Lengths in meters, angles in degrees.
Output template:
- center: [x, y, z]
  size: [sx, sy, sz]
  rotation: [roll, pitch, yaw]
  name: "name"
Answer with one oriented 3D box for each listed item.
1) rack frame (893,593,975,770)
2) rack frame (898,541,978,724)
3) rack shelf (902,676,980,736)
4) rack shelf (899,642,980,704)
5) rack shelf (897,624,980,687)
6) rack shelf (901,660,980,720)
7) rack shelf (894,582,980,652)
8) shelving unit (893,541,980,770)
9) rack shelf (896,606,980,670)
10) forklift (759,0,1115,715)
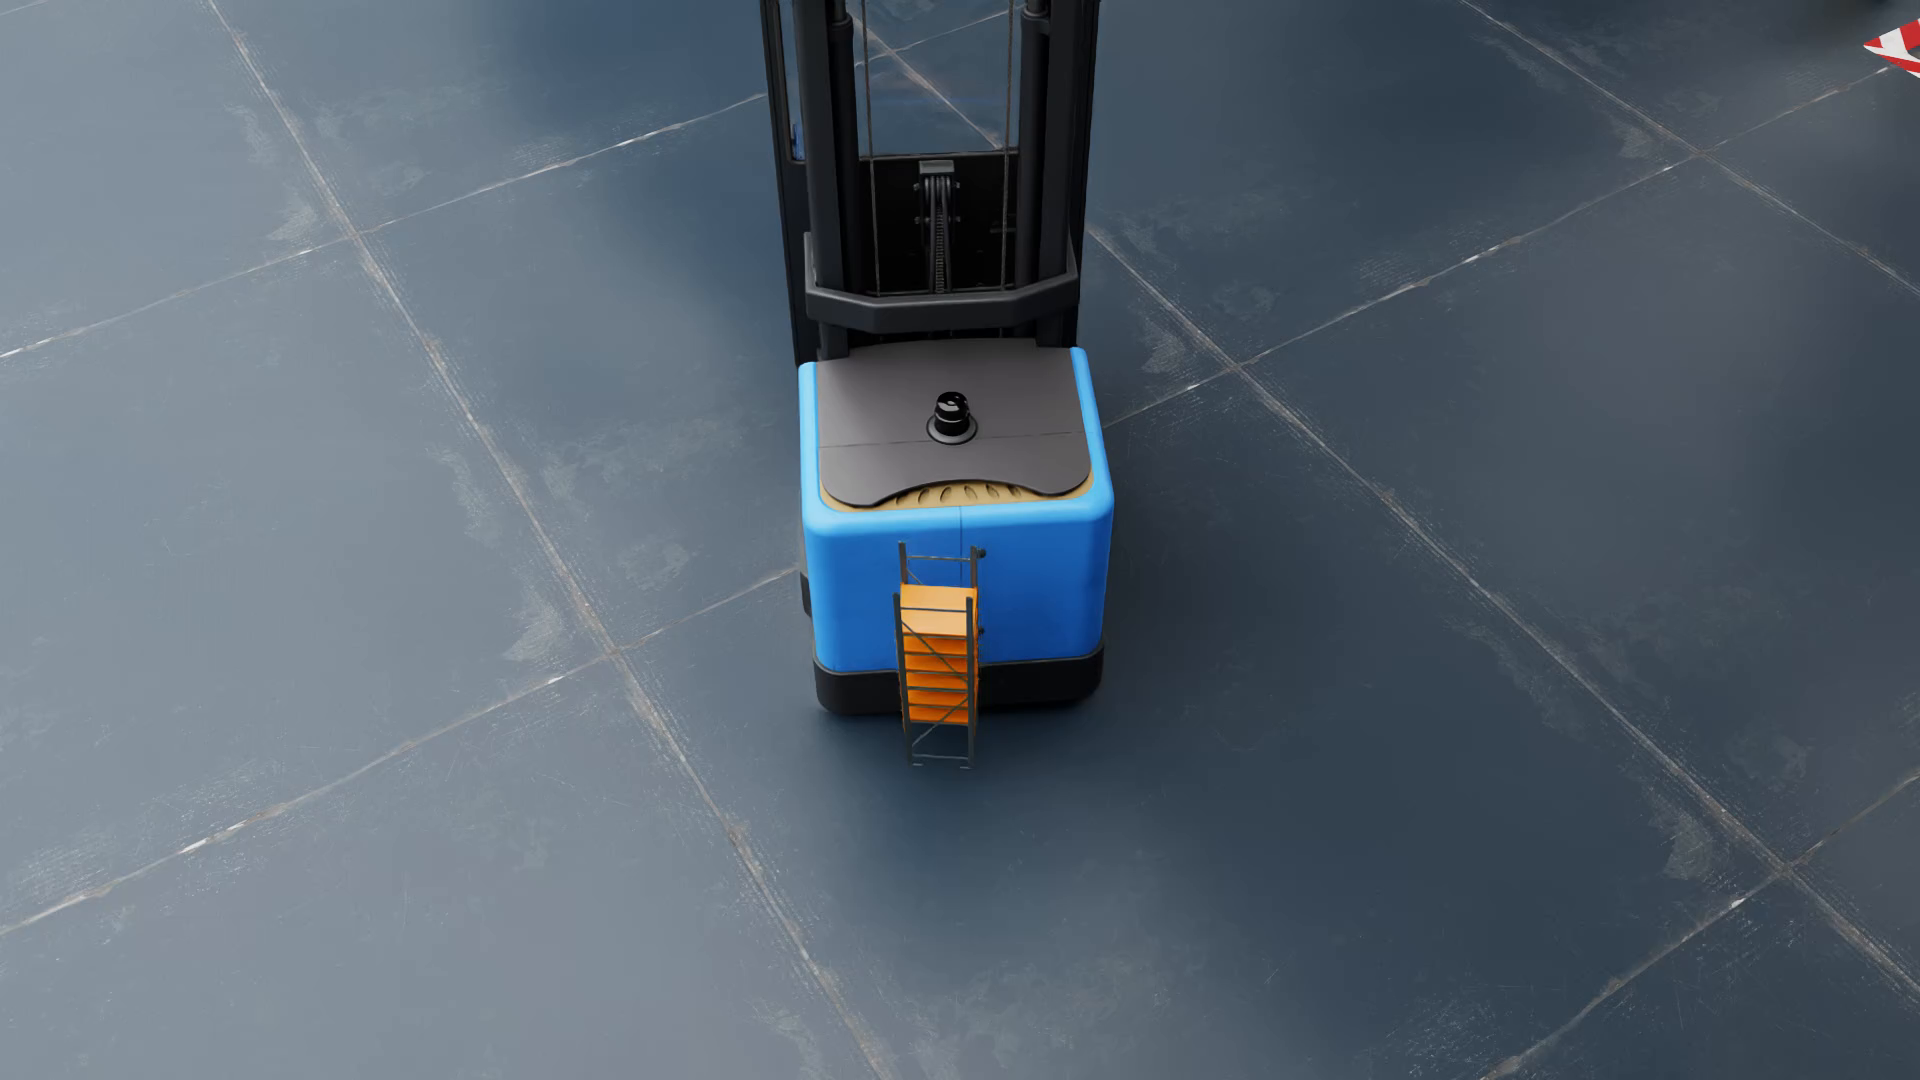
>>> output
- center: [-0.074, 0.490, 5.464]
  size: [0.240, 1.200, 0.006]
  rotation: [3, 57, 3]
  name: "rack frame"
- center: [-0.061, 0.337, 5.563]
  size: [0.240, 1.200, 0.006]
  rotation: [3, 57, 3]
  name: "rack frame"
- center: [-0.064, 0.567, 5.753]
  size: [0.258, 0.103, 0.180]
  rotation: [3, 57, 3]
  name: "rack shelf"
- center: [-0.067, 0.437, 5.551]
  size: [0.258, 0.103, 0.180]
  rotation: [3, 57, 3]
  name: "rack shelf"
- center: [-0.069, 0.373, 5.450]
  size: [0.258, 0.103, 0.180]
  rotation: [3, 57, 3]
  name: "rack shelf"
- center: [-0.066, 0.502, 5.652]
  size: [0.258, 0.103, 0.180]
  rotation: [3, 57, 3]
  name: "rack shelf"
- center: [-0.071, 0.243, 5.248]
  size: [0.258, 0.103, 0.180]
  rotation: [3, 57, 3]
  name: "rack shelf"
- center: [-0.068, 0.413, 5.513]
  size: [0.258, 1.200, 0.189]
  rotation: [3, 57, 3]
  name: "shelving unit"
- center: [-0.070, 0.308, 5.349]
  size: [0.258, 0.103, 0.180]
  rotation: [3, 57, 3]
  name: "rack shelf"
- center: [-0.117, -1.446, 6.020]
  size: [1.130, 2.935, 3.031]
  rotation: [-4, 48, -3]
  name: "forklift"
